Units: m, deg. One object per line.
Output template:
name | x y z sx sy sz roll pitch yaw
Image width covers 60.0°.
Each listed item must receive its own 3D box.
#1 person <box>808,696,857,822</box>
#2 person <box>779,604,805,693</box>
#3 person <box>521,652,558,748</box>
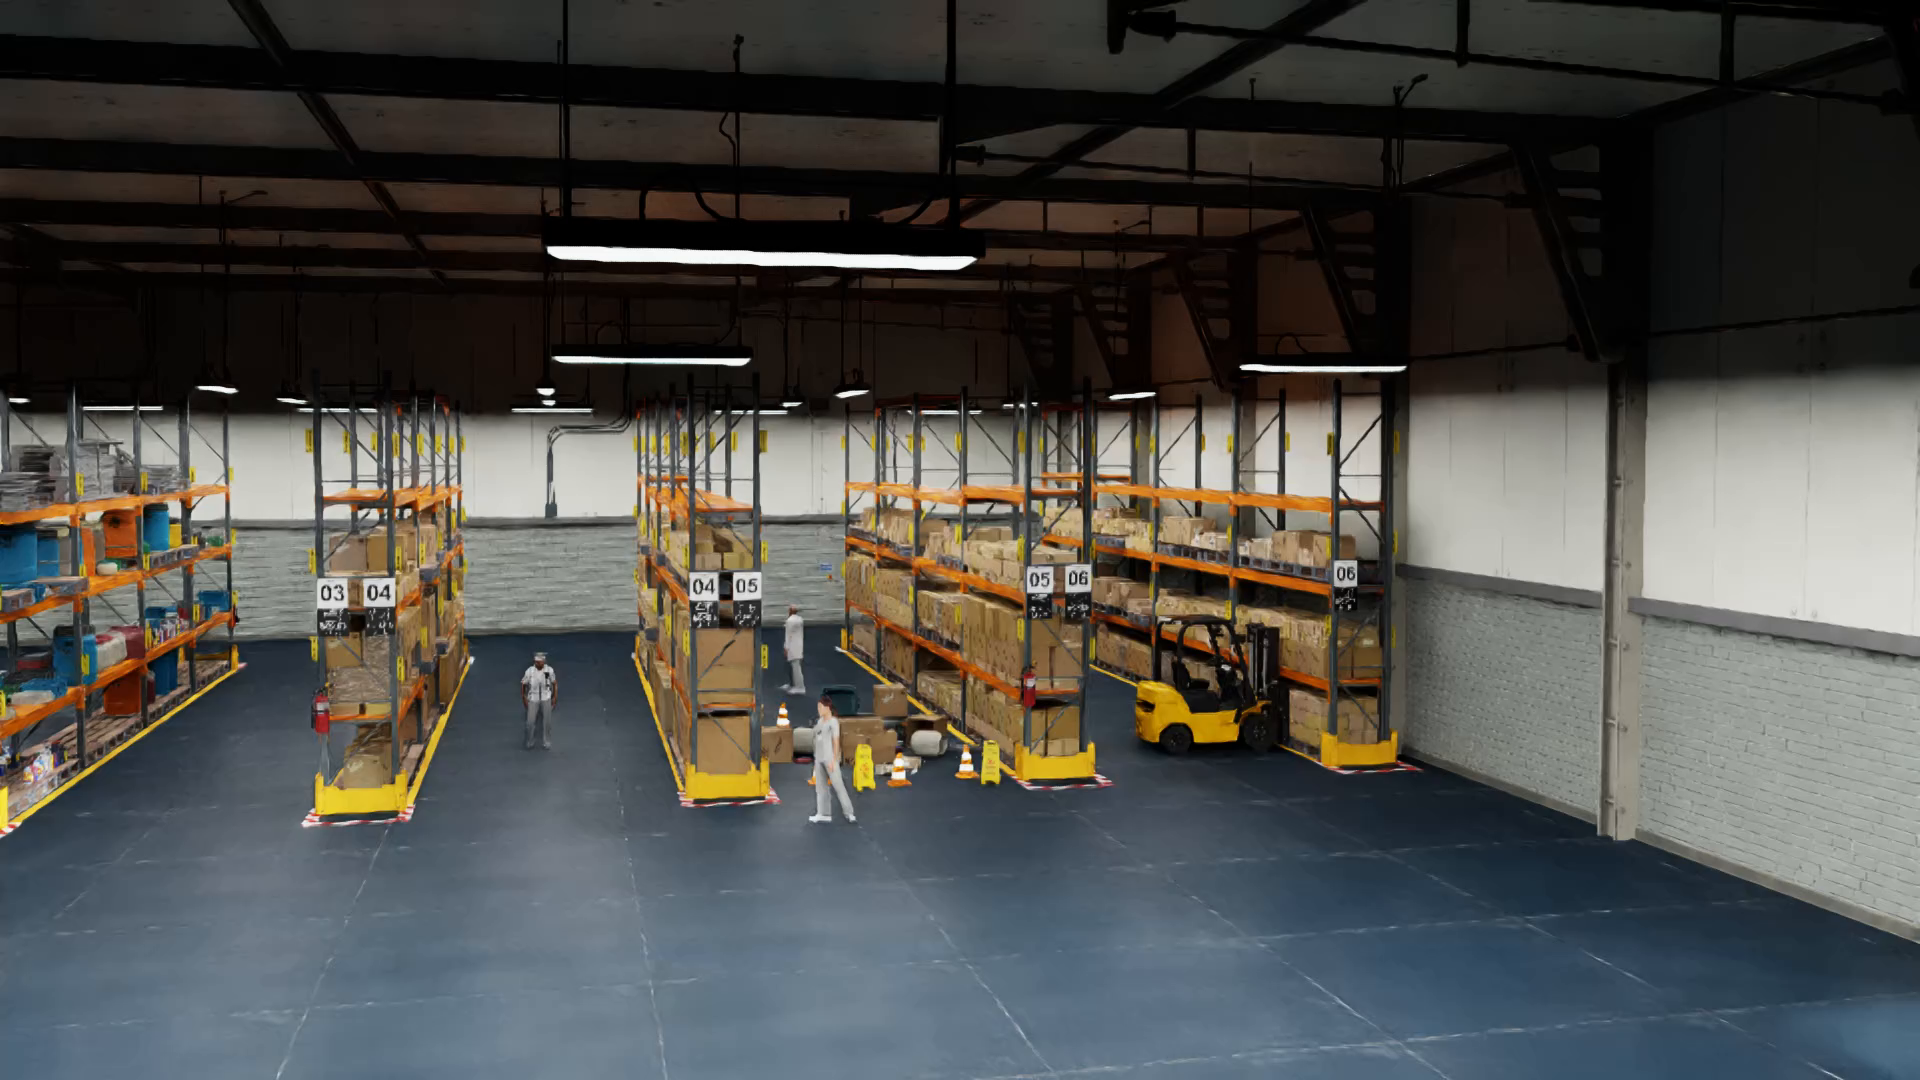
person | -1.668 2.904 22.014 0.472 1.671 0.656 -3 4 -43
person | -3.381 2.165 33.445 0.629 1.773 0.678 1 3 15
person | -6.908 2.618 27.319 0.593 1.629 0.528 -1 3 -15
